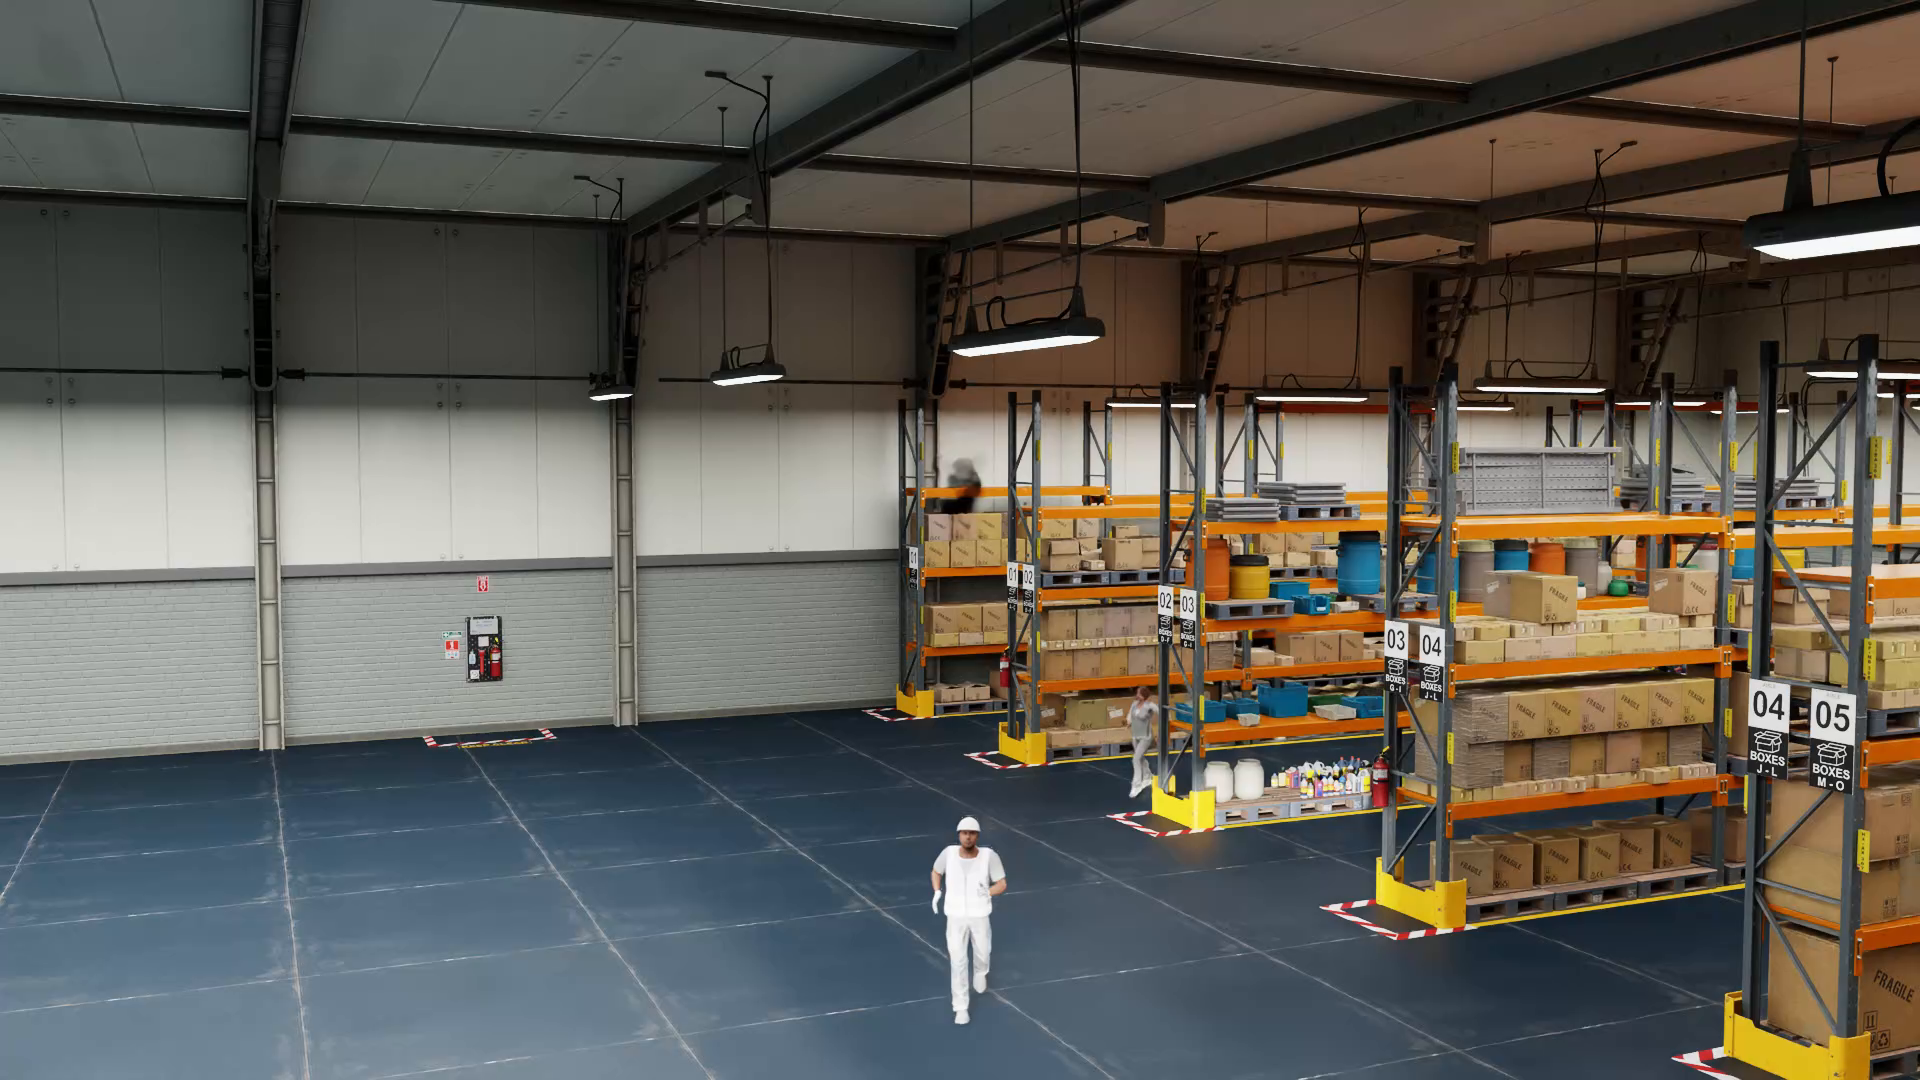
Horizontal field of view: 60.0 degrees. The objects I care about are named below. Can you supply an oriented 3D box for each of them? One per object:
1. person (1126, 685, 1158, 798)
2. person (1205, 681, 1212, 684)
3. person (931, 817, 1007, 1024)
[{"bbox_3d":[2.699,2.944,24.346,0.689,1.655,0.573,-3,5,-43],"label":"person"},{"bbox_3d":[4.401,2.498,30.482,0.672,1.740,0.690,-2,4,-36],"label":"person"},{"bbox_3d":[0.076,3.386,15.042,0.695,1.763,0.964,0,3,3],"label":"person"}]
